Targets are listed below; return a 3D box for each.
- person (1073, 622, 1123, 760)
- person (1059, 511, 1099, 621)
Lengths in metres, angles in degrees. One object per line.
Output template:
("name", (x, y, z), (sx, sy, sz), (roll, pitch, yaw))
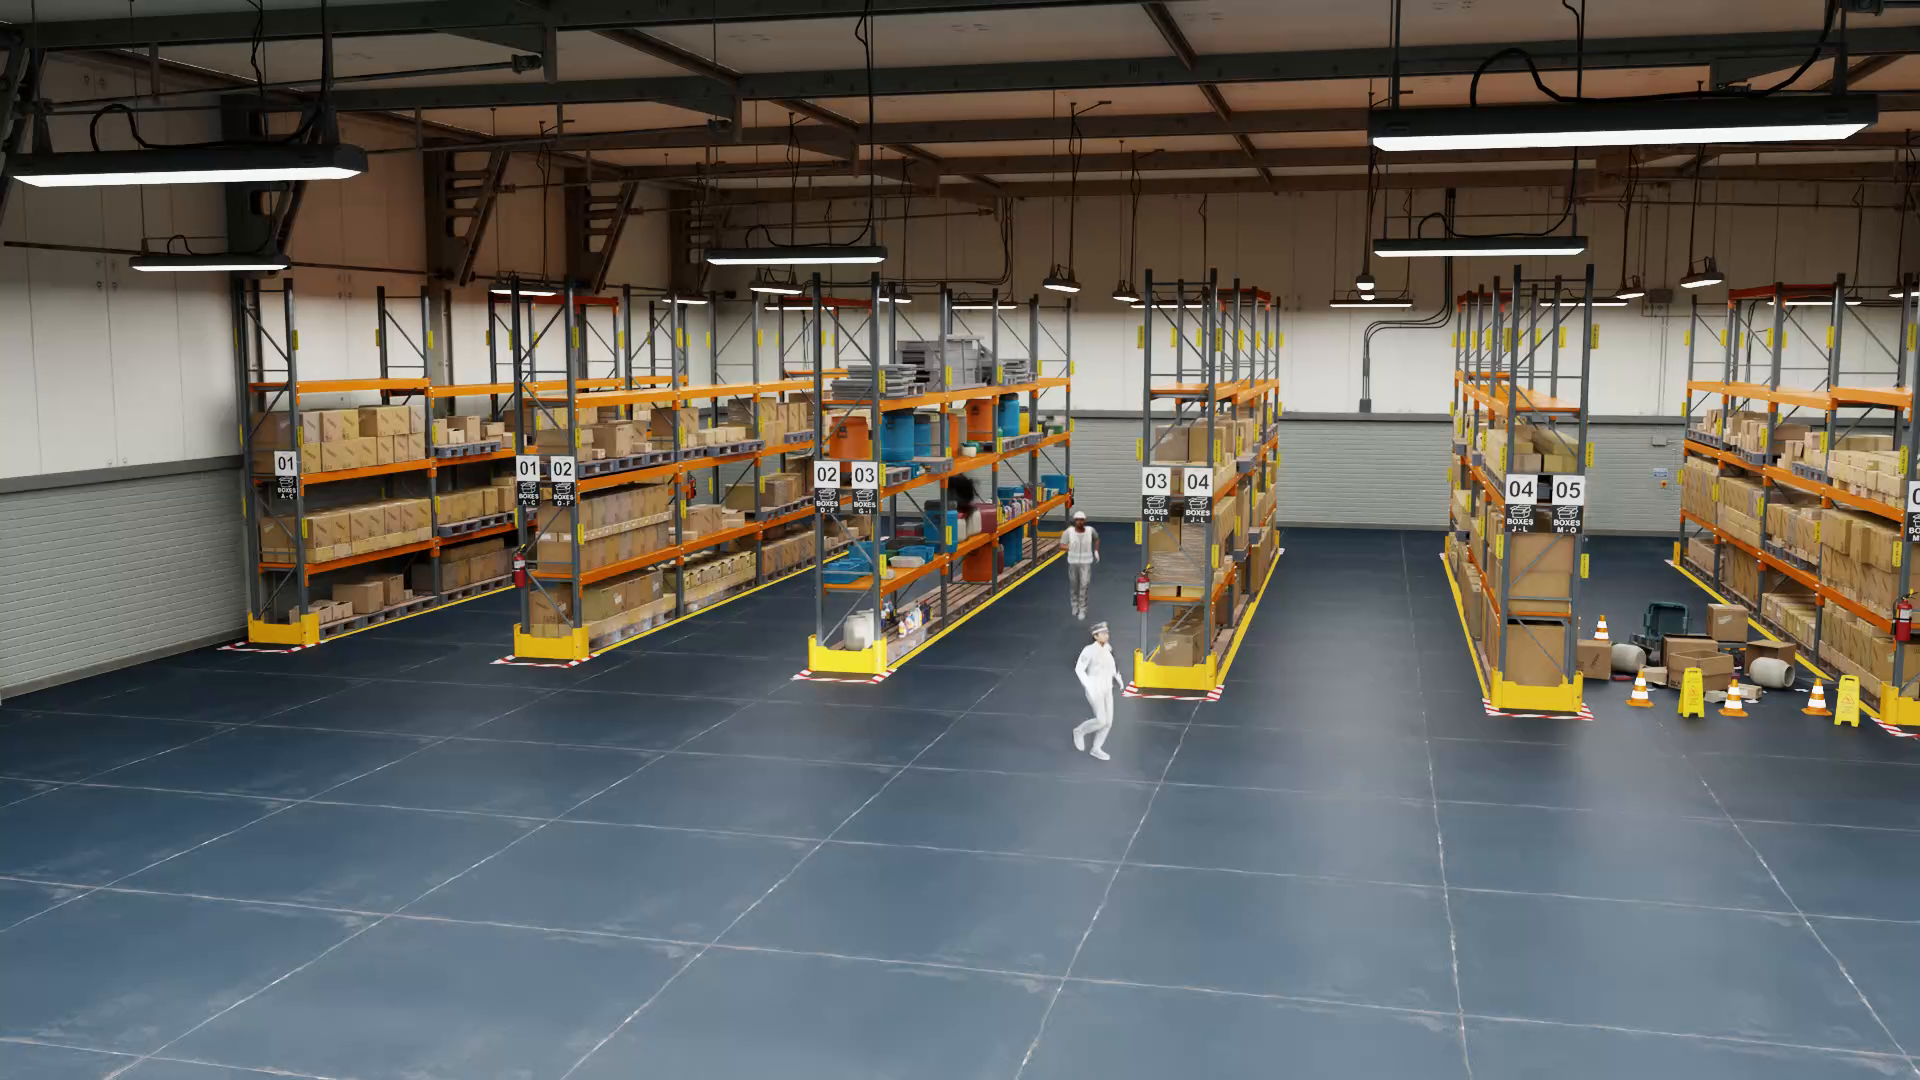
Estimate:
("person", (1.659, 1.794, 20.024), (0.547, 1.669, 0.638), (7, 10, 45))
("person", (2.024, 0.417, 28.238), (0.678, 1.821, 0.899), (0, 7, 4))
